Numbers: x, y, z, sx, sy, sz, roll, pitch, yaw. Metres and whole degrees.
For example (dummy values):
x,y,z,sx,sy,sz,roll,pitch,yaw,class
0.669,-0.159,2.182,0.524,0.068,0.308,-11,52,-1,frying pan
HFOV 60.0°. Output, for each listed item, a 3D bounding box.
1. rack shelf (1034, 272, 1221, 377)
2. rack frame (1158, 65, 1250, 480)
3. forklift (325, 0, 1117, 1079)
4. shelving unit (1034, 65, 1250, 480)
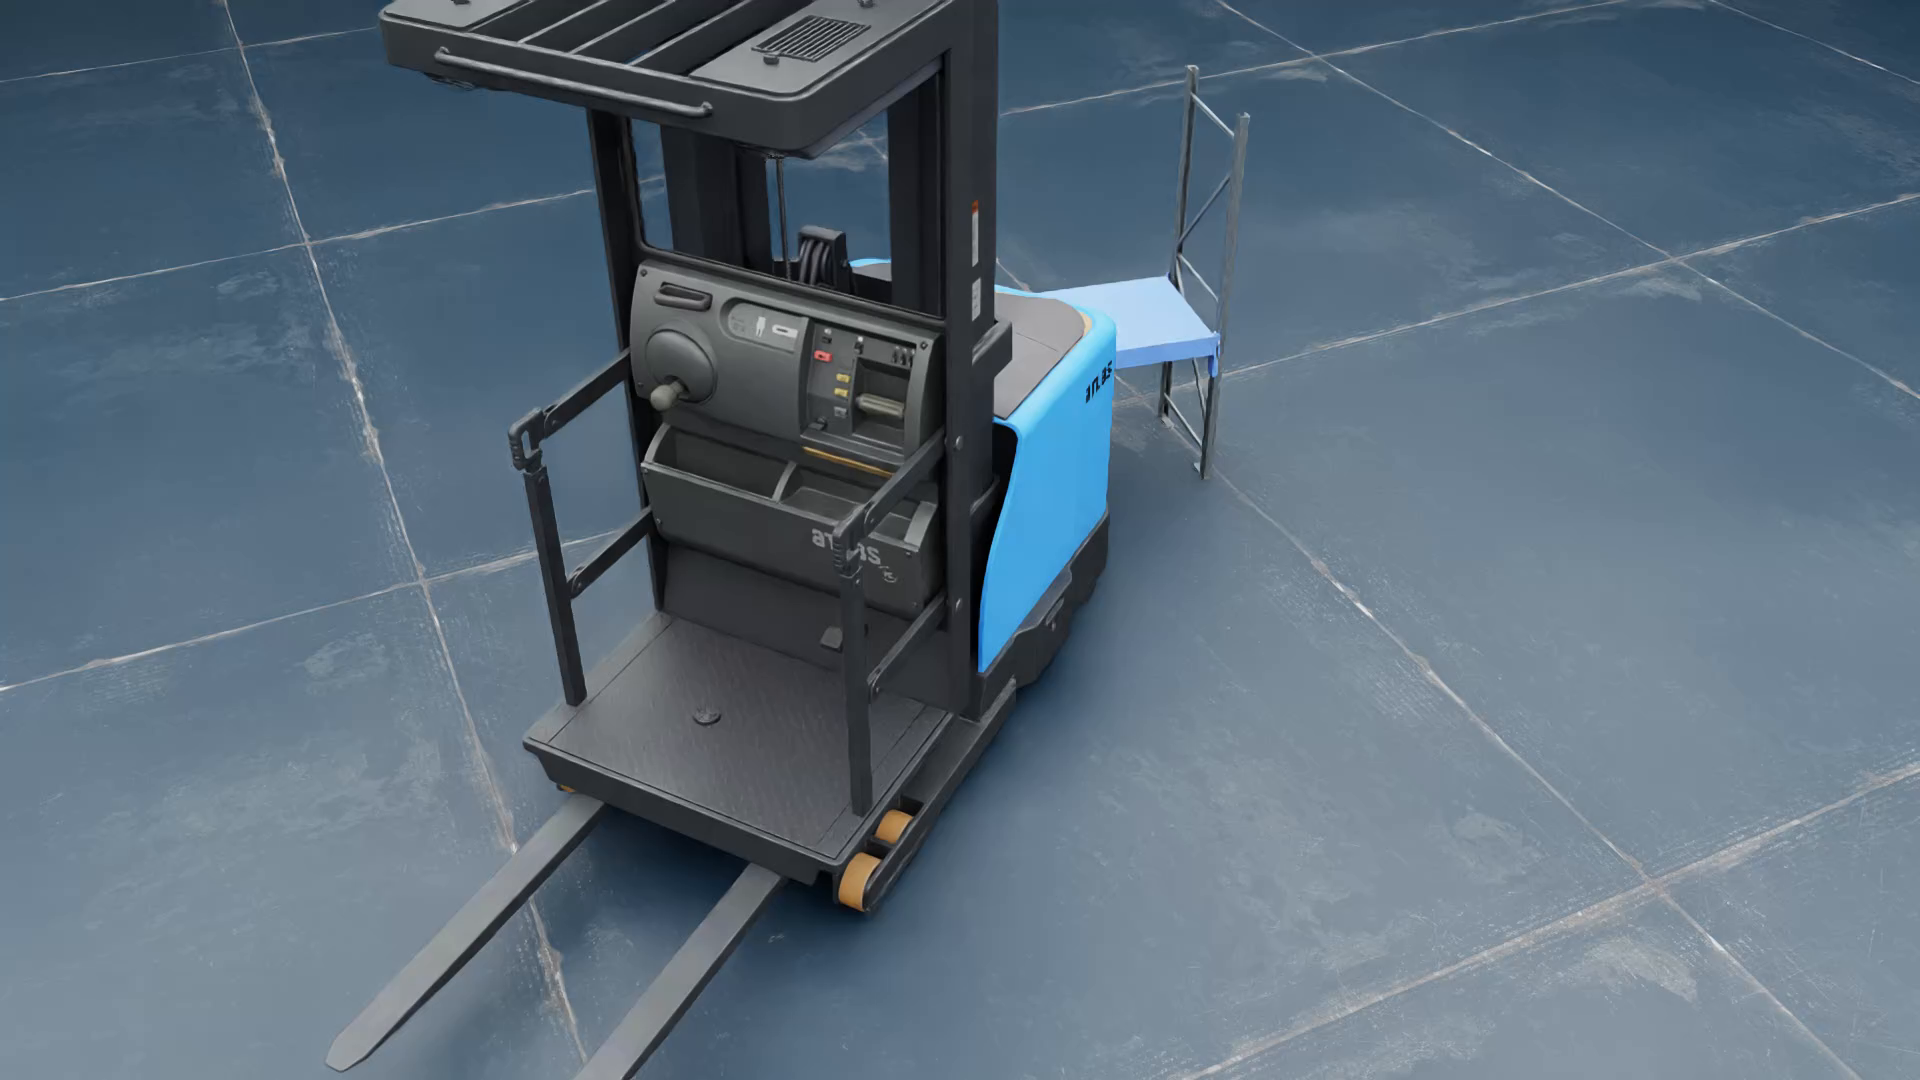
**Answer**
x,y,z,sx,sy,sz,roll,pitch,yaw,class
0.420,-0.759,6.317,1.000,0.185,0.538,-9,38,-12,rack shelf
0.910,-0.985,6.319,0.032,1.500,0.500,-9,38,-12,rack frame
-0.591,-0.412,4.345,1.130,2.935,3.031,17,40,22,forklift
0.420,-0.904,6.210,1.048,1.500,0.538,-9,38,-12,shelving unit
